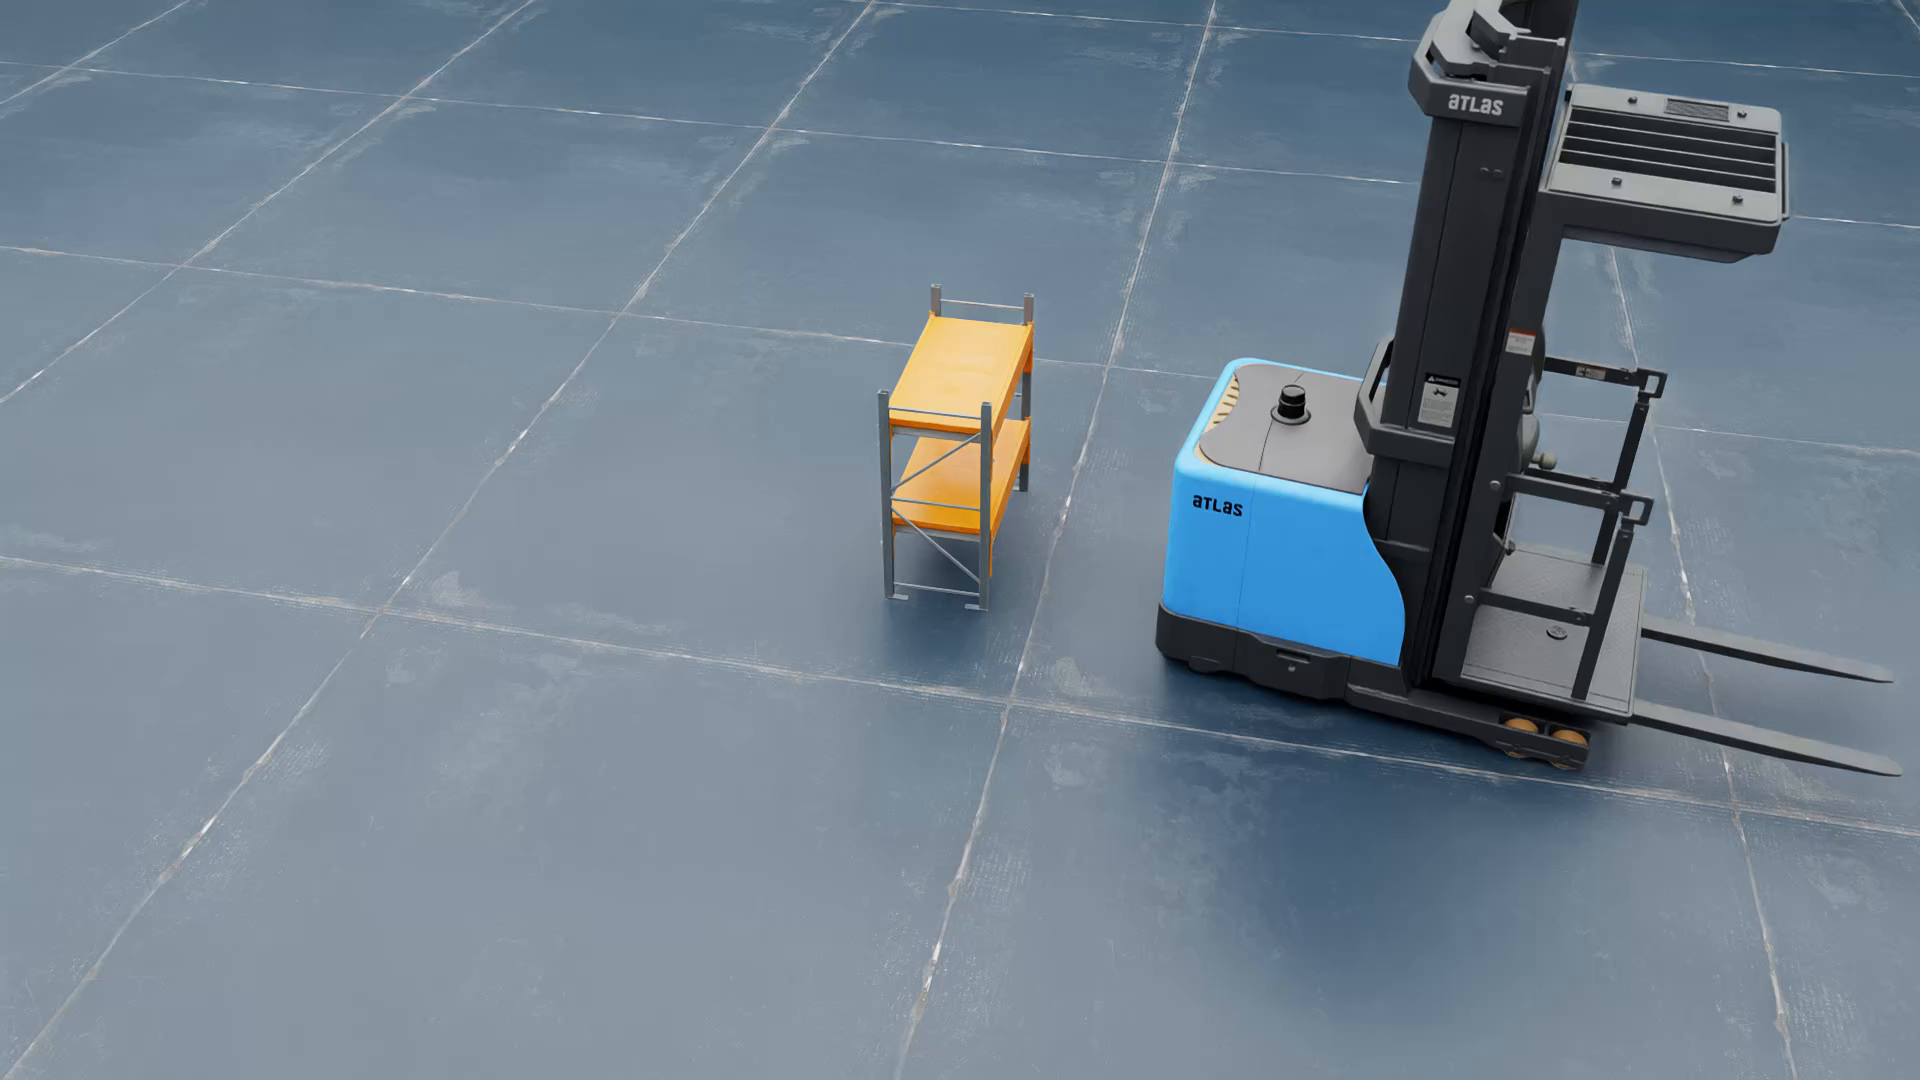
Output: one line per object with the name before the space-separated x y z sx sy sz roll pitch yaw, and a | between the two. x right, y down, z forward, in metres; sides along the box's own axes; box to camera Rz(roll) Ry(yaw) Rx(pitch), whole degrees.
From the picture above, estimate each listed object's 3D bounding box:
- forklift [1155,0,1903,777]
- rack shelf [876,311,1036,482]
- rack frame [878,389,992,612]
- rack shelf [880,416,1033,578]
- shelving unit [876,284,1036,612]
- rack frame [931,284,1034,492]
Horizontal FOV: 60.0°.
forklift | 2.449 -0.584 6.558 3.031 2.935 1.130 13 38 17
rack shelf | -0.001 -0.689 7.743 0.538 0.278 1.000 7 37 10
rack frame | -0.110 -0.160 7.512 0.500 1.125 0.032 7 37 10
rack shelf | -0.001 -0.254 8.058 0.538 0.278 1.000 7 37 10
shelving unit | -0.001 -0.452 7.915 0.538 1.125 1.048 7 37 10
rack frame | 0.107 -0.743 8.317 0.500 1.125 0.032 7 37 10
